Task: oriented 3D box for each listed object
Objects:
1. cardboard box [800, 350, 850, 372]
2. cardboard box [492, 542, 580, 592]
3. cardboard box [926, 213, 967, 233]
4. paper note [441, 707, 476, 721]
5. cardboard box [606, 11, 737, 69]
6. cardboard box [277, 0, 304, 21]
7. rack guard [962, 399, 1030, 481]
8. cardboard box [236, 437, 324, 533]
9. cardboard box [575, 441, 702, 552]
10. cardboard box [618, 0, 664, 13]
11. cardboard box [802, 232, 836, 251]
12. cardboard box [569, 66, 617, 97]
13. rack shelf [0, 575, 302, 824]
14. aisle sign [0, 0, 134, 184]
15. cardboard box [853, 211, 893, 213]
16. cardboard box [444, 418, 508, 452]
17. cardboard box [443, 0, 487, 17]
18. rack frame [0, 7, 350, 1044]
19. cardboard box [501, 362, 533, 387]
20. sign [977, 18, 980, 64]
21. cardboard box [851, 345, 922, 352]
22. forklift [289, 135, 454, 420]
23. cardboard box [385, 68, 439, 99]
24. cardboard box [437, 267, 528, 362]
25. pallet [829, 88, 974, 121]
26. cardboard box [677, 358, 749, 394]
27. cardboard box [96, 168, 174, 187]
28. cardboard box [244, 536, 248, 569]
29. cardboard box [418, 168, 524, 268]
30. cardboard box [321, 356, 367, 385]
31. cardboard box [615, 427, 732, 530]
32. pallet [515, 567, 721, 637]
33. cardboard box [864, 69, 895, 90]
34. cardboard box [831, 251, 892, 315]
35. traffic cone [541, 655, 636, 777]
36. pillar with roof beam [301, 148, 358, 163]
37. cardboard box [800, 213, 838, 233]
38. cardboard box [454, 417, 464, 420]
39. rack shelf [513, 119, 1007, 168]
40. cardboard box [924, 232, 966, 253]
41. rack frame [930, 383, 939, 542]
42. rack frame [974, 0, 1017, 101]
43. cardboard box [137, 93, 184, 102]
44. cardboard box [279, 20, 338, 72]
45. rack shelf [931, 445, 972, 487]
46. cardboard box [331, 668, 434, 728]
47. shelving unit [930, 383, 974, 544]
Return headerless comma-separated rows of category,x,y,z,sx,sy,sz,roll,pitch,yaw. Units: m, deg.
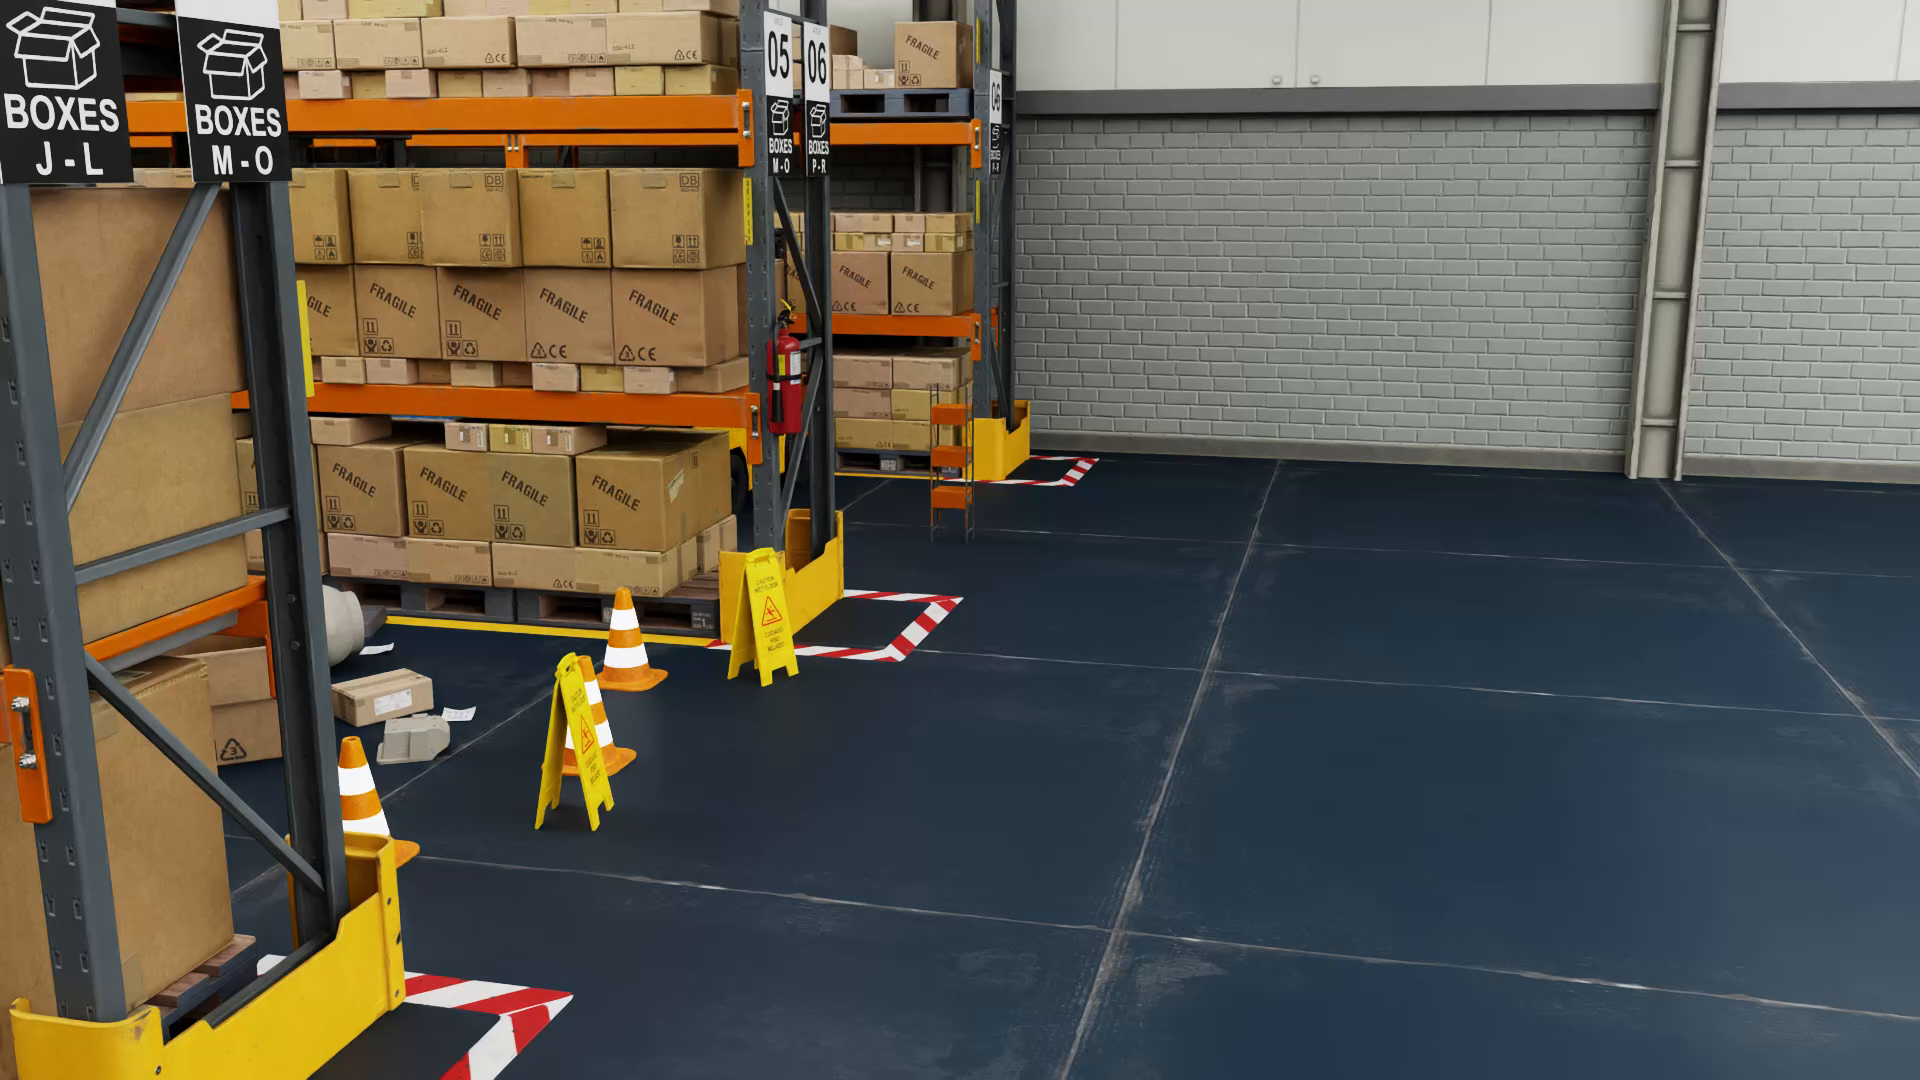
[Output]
cardboard box,-1.225,-1.429,13.820,0.500,0.250,0.500,3,13,14
cardboard box,-2.250,0.097,9.251,0.500,0.250,0.500,3,13,14
cardboard box,-0.112,-2.556,13.412,0.250,0.149,0.380,3,13,14
paper note,-2.294,0.792,7.591,0.142,0.019,0.148,-1,13,-6
cardboard box,-1.461,-2.533,8.459,0.500,0.250,0.500,3,13,13
cardboard box,-3.540,-2.836,8.904,0.250,0.149,0.380,3,13,12
rack guard,0.310,-0.849,13.906,0.348,0.500,1.175,3,13,14
cardboard box,-3.752,-0.350,9.534,0.500,0.500,0.500,4,13,16
cardboard box,-1.740,-0.242,9.047,0.500,0.500,0.500,3,13,14
cardboard box,-1.540,-2.735,8.447,0.250,0.149,0.380,3,13,15
cardboard box,-1.118,-2.448,13.612,0.250,0.149,0.380,3,13,12
cardboard box,-1.812,-2.355,8.578,0.250,0.149,0.380,3,13,15
rack shelf,-3.929,0.267,4.766,4.000,0.370,1.077,3,13,14
aisle sign,-1.990,-1.183,3.638,0.004,0.787,0.394,3,13,14
cardboard box,-0.731,-2.691,14.022,0.250,0.149,0.380,3,13,14
cardboard box,-2.611,-0.591,9.124,0.250,0.149,0.380,4,13,16
cardboard box,-2.509,-2.801,8.748,0.250,0.149,0.380,3,13,12
rack frame,-1.987,0.020,4.220,0.127,3.000,1.000,3,13,14
cardboard box,-2.302,-0.936,9.106,0.250,0.149,0.380,3,13,14
sign,0.143,-3.815,12.718,0.005,0.325,0.100,3,13,14
cardboard box,-0.621,-1.511,14.190,0.500,0.250,0.500,3,13,14
forklift,-4.778,-1.883,12.954,1.130,2.935,3.031,-6,14,-26
cardboard box,-2.815,-2.398,8.773,0.250,0.149,0.380,3,13,13
cardboard box,-2.462,-1.244,9.000,0.500,0.500,0.500,3,13,13
pallet,-0.394,-3.534,13.516,1.213,0.211,1.003,3,13,14
cardboard box,-1.314,-0.878,8.847,0.250,0.149,0.380,4,13,15
cardboard box,-4.408,-1.848,9.411,0.500,0.500,0.700,3,13,13
cardboard box,-4.275,-0.009,9.729,0.500,0.250,0.500,2,13,11
cardboard box,-2.457,-1.722,8.844,0.500,0.500,0.700,3,13,13
cardboard box,-3.314,-0.959,9.212,0.250,0.149,0.380,3,13,14
cardboard box,-1.639,-0.356,9.562,0.500,0.500,0.500,3,13,12
pallet,-1.753,0.281,9.479,1.213,0.211,1.003,3,13,14
cardboard box,-0.591,-3.645,13.193,0.250,0.149,0.380,3,13,12
cardboard box,-0.756,-2.119,13.627,0.500,0.500,0.500,3,13,15
traffic cone,-1.562,0.712,6.956,0.334,0.463,0.336,3,13,14
pillar with roof beam,-7.030,-4.631,11.331,0.400,9.000,9.100,3,13,14
cardboard box,-1.123,-2.588,13.560,0.250,0.149,0.380,3,13,15
cardboard box,-4.106,-1.349,14.900,0.625,0.625,0.875,4,13,16
rack shelf,-1.655,-3.288,13.862,4.000,0.370,1.077,3,13,14
cardboard box,-0.117,-2.395,13.375,0.250,0.149,0.380,3,13,14
rack frame,-0.170,-0.522,11.161,0.008,1.050,0.200,3,13,14
rack frame,0.286,-4.999,12.991,0.127,3.000,1.000,3,13,14
cardboard box,-4.299,-2.482,9.151,0.250,0.149,0.380,3,13,14
cardboard box,-3.435,-2.637,8.926,0.500,0.250,0.500,3,13,14
rack shelf,-0.052,-0.505,11.135,0.240,0.259,0.215,3,13,14
cardboard box,-2.655,0.722,7.636,0.250,0.149,0.380,12,17,43
shelving unit,-0.052,-0.515,11.133,0.252,1.050,0.215,3,13,14
